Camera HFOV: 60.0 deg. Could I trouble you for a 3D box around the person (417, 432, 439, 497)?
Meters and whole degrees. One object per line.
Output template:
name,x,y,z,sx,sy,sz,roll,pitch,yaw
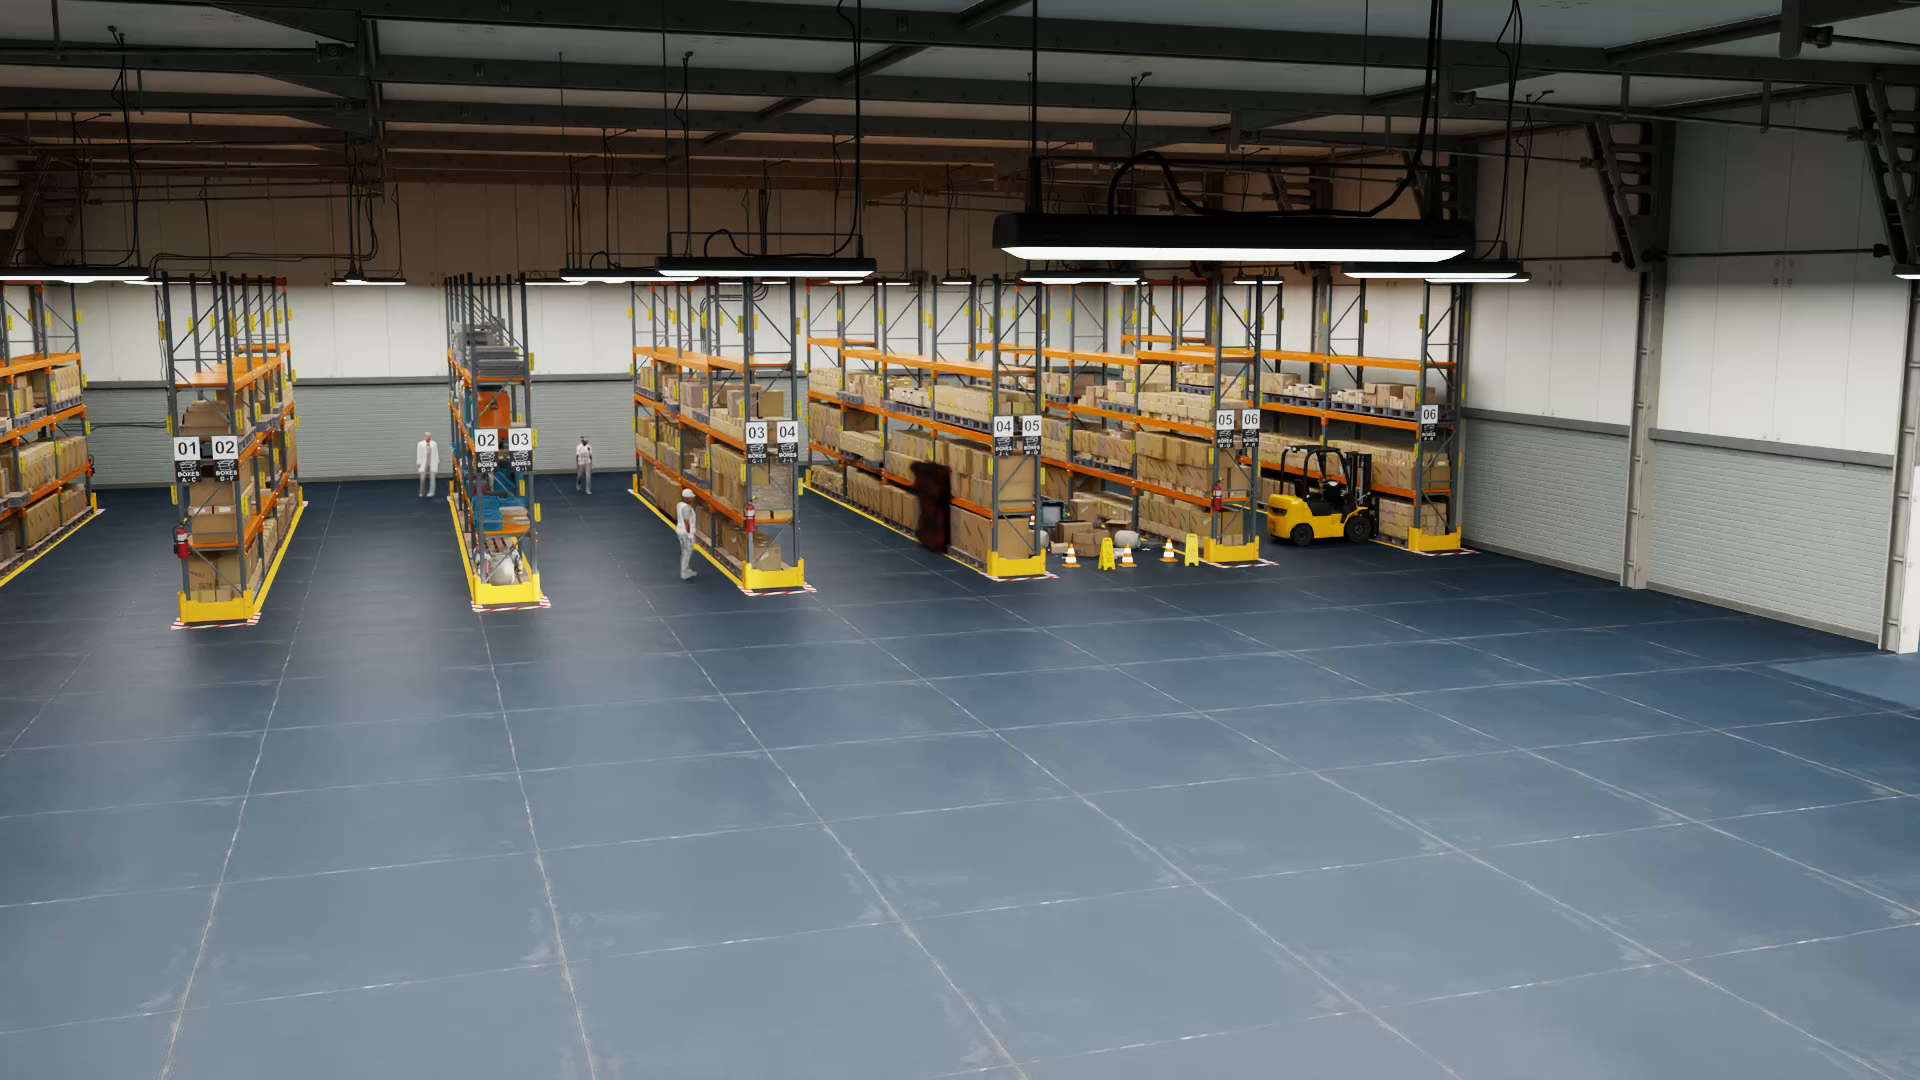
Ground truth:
person,-14.763,-2.063,46.151,0.622,1.872,0.458,-3,9,-22

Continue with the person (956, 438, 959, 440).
person,-0.050,-2.015,46.195,0.348,1.571,0.454,-5,10,-28

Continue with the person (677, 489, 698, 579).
person,-5.416,-0.138,33.148,0.556,1.790,0.574,-7,11,-39

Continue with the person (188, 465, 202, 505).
person,-19.622,-1.607,42.763,0.448,1.795,0.567,-1,9,-7

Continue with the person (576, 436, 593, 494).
person,-10.519,-2.117,46.549,0.447,1.641,0.665,-3,9,-19
